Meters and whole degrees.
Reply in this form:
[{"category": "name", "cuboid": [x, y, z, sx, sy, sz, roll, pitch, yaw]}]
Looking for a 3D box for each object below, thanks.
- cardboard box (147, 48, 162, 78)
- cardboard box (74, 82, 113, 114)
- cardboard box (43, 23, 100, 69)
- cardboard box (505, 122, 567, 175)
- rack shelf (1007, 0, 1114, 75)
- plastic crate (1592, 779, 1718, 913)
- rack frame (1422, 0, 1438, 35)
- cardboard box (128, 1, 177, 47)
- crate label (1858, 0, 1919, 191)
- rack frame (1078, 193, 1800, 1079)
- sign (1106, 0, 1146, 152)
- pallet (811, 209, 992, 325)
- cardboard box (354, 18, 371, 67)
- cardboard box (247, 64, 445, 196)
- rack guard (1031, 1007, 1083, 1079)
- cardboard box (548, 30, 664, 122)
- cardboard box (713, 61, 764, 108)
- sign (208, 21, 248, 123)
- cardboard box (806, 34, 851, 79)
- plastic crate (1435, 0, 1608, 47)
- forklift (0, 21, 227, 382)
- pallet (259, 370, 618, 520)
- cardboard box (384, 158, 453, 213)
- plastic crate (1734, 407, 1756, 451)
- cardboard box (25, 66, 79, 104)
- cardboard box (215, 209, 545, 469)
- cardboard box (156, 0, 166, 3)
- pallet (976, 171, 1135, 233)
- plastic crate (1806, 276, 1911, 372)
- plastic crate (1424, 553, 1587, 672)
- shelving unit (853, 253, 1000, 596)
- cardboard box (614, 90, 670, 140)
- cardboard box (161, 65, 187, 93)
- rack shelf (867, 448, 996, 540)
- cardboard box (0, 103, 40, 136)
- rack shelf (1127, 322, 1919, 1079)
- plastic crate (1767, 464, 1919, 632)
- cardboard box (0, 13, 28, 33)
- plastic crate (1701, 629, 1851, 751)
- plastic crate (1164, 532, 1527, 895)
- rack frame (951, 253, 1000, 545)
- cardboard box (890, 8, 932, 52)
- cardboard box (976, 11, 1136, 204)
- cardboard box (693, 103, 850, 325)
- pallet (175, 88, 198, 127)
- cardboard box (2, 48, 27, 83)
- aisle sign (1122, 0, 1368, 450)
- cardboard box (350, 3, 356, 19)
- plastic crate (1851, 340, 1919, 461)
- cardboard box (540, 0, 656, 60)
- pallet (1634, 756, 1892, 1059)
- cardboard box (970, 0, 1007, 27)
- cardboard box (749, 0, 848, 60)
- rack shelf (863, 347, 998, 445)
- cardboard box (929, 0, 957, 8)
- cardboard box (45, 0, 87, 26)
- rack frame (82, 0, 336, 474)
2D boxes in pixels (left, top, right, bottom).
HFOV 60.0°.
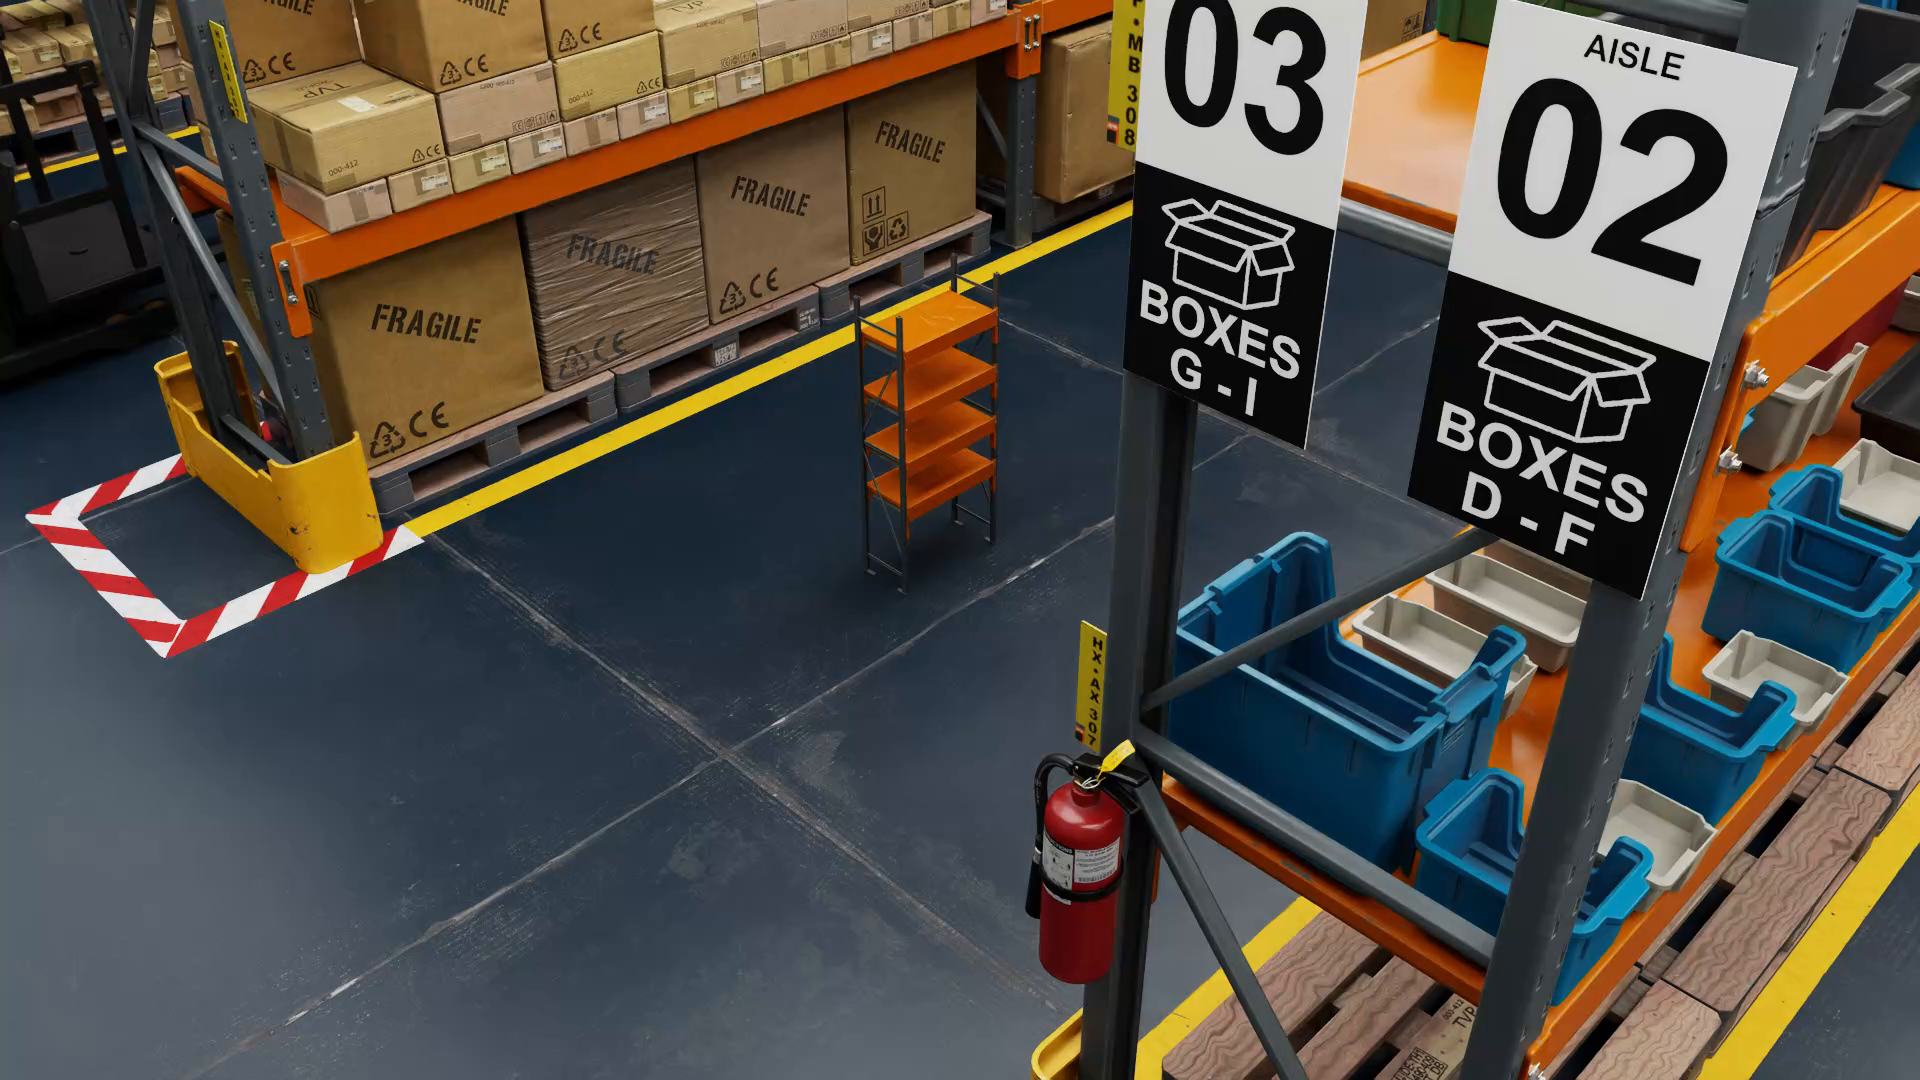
[{"category": "cardboard box", "cuboid": [-5.121, -2.951, 10.225, 0.250, 0.149, 0.380, -28, 44, -34]}, {"category": "cardboard box", "cuboid": [-5.380, -2.763, 10.214, 0.250, 0.149, 0.380, -29, 44, -35]}, {"category": "cardboard box", "cuboid": [-5.285, -2.967, 9.987, 0.380, 0.149, 0.250, 29, 44, 35]}, {"category": "cardboard box", "cuboid": [-1.797, -1.617, 6.665, 0.380, 0.149, 0.250, 29, 44, 35]}, {"category": "rack shelf", "cuboid": [1.403, -3.534, 9.824, 1.077, 0.370, 4.000, 30, 45, 35]}, {"category": "plastic crate", "cuboid": [1.383, 0.622, 3.414, 0.250, 0.136, 0.298, 30, 45, 35]}, {"category": "rack frame", "cuboid": [2.813, -4.641, 10.782, 1.000, 3.000, 0.127, 30, 45, 35]}, {"category": "cardboard box", "cuboid": [-4.967, -3.210, 10.336, 0.250, 0.149, 0.380, -28, 44, -34]}, {"category": "crate label", "cuboid": [1.570, -0.811, 2.798, 0.408, 0.251, 0.502, 30, 45, 35]}, {"category": "rack frame", "cuboid": [0.691, 0.603, 3.263, 1.000, 3.000, 0.127, 30, 45, 35]}, {"category": "sign", "cuboid": [0.289, -0.800, 2.744, 0.100, 0.325, 0.005, 30, 45, 35]}, {"category": "pallet", "cuboid": [-0.597, -1.596, 8.854, 1.003, 0.211, 1.213, 30, 45, 35]}, {"category": "cardboard box", "cuboid": [-2.313, -1.963, 6.814, 0.500, 0.250, 0.500, 29, 44, 35]}, {"category": "cardboard box", "cuboid": [-2.294, -1.540, 6.207, 0.500, 0.250, 0.500, 28, 44, 34]}, {"category": "rack guard", "cuboid": [0.683, 1.643, 3.957, 1.175, 0.500, 0.348, 30, 45, 35]}, {"category": "cardboard box", "cuboid": [-1.576, -1.956, 6.804, 0.500, 0.250, 0.500, 28, 44, 34]}, {"category": "cardboard box", "cuboid": [-1.073, -2.034, 7.263, 0.250, 0.149, 0.380, -29, 44, -35]}, {"category": "sign", "cuboid": [-2.434, -1.555, 5.531, 0.100, 0.325, 0.005, 30, 45, 35]}, {"category": "cardboard box", "cuboid": [-0.713, -2.240, 7.560, 0.250, 0.149, 0.380, -29, 44, -35]}, {"category": "plastic crate", "cuboid": [1.183, -1.056, 3.205, 0.450, 0.188, 0.336, 30, 45, 35]}, {"category": "forklift", "cuboid": [-4.491, -2.301, 7.487, 1.130, 2.935, 3.031, 27, 43, 33]}, {"category": "pallet", "cuboid": [-2.316, -0.606, 7.434, 1.003, 0.211, 1.213, 30, 45, 35]}, {"category": "cardboard box", "cuboid": [-2.160, -1.406, 6.364, 0.380, 0.149, 0.250, 29, 44, 35]}, {"category": "plastic crate", "cuboid": [1.956, -0.290, 4.638, 0.416, 0.233, 0.300, 30, 45, 35]}, {"category": "cardboard box", "cuboid": [-5.488, -2.756, 9.945, 0.380, 0.149, 0.250, 29, 44, 35]}, {"category": "cardboard box", "cuboid": [-2.430, -0.986, 7.032, 0.875, 0.875, 0.875, 30, 45, 35]}, {"category": "cardboard box", "cuboid": [-5.128, -3.506, 10.760, 0.380, 0.149, 0.250, 28, 44, 34]}, {"category": "pallet", "cuboid": [0.485, -2.217, 9.744, 1.003, 0.211, 1.213, 30, 45, 35]}, {"category": "plastic crate", "cuboid": [2.702, -0.810, 5.181, 0.402, 0.464, 0.583, 30, 45, 35]}, {"category": "plastic crate", "cuboid": [1.351, 0.171, 4.061, 0.396, 0.136, 0.243, 30, 45, 35]}, {"category": "shelving unit", "cuboid": [-0.117, -0.425, 6.310, 0.258, 1.200, 0.503, 30, 45, 35]}, {"category": "cardboard box", "cuboid": [-1.435, -1.824, 6.963, 0.380, 0.149, 0.250, 29, 44, 35]}, {"category": "cardboard box", "cuboid": [-5.010, -2.964, 10.503, 0.380, 0.149, 0.250, 30, 45, 35]}, {"category": "rack shelf", "cuboid": [-0.117, -0.207, 6.462, 0.258, 0.148, 0.480, 30, 45, 35]}, {"category": "cardboard box", "cuboid": [-5.676, -2.520, 9.866, 0.250, 0.149, 0.380, -29, 44, -35]}, {"category": "rack shelf", "cuboid": [2.100, 0.086, 4.633, 1.077, 0.370, 4.000, 30, 45, 35]}, {"category": "plastic crate", "cuboid": [2.238, 0.023, 4.189, 0.416, 0.233, 0.300, 30, 45, 35]}, {"category": "cardboard box", "cuboid": [-5.862, -3.076, 10.144, 0.250, 0.149, 0.380, -29, 44, -35]}, {"category": "plastic crate", "cuboid": [1.861, 0.347, 3.809, 0.250, 0.136, 0.298, 30, 45, 35]}, {"category": "plastic crate", "cuboid": [0.794, 0.352, 3.539, 0.616, 0.435, 0.499, 30, 45, 35]}, {"category": "rack frame", "cuboid": [0.055, -0.524, 6.452, 0.240, 1.200, 0.015, 30, 45, 35]}, {"category": "cardboard box", "cuboid": [-0.350, -2.450, 7.860, 0.380, 0.149, 0.250, 29, 44, 35]}, {"category": "cardboard box", "cuboid": [0.431, -2.586, 9.326, 1.225, 0.875, 0.875, 30, 45, 35]}, {"category": "cardboard box", "cuboid": [-1.162, -1.717, 8.080, 0.875, 0.875, 0.875, 30, 45, 35]}, {"category": "pallet", "cuboid": [-4.762, -3.129, 11.052, 1.003, 0.211, 1.213, 30, 45, 35]}, {"category": "cardboard box", "cuboid": [-5.662, -2.756, 9.685, 0.380, 0.149, 0.250, 27, 43, 33]}, {"category": "aisle sign", "cuboid": [0.432, -0.552, 2.647, 0.394, 0.787, 0.004, 30, 45, 35]}, {"category": "cardboard box", "cuboid": [-4.221, -3.522, 11.043, 0.250, 0.149, 0.380, -29, 44, -35]}, {"category": "plastic crate", "cuboid": [2.911, -0.370, 4.846, 0.437, 0.125, 0.590, 30, 45, 35]}, {"category": "cardboard box", "cuboid": [-1.581, -2.263, 6.588, 0.500, 0.500, 0.500, 28, 44, 34]}, {"category": "pallet", "cuboid": [2.159, 0.935, 5.225, 1.003, 0.211, 1.213, 30, 45, 35]}, {"category": "cardboard box", "cuboid": [0.012, -2.658, 8.159, 0.250, 0.149, 0.380, -30, 45, -35]}, {"category": "cardboard box", "cuboid": [-0.853, -2.374, 7.403, 0.500, 0.250, 0.500, -29, 44, -35]}, {"category": "rack shelf", "cuboid": [-0.117, -0.553, 6.221, 0.258, 0.148, 0.480, 30, 45, 35]}, {"category": "cardboard box", "cuboid": [-0.130, -2.793, 8.003, 0.500, 0.250, 0.500, 29, 44, 35]}, {"category": "cardboard box", "cuboid": [-5.542, -3.312, 10.482, 0.380, 0.149, 0.250, 28, 43, 34]}, {"category": "rack frame", "cuboid": [-2.824, -1.393, 6.126, 1.000, 3.000, 0.127, 30, 45, 35]}]
